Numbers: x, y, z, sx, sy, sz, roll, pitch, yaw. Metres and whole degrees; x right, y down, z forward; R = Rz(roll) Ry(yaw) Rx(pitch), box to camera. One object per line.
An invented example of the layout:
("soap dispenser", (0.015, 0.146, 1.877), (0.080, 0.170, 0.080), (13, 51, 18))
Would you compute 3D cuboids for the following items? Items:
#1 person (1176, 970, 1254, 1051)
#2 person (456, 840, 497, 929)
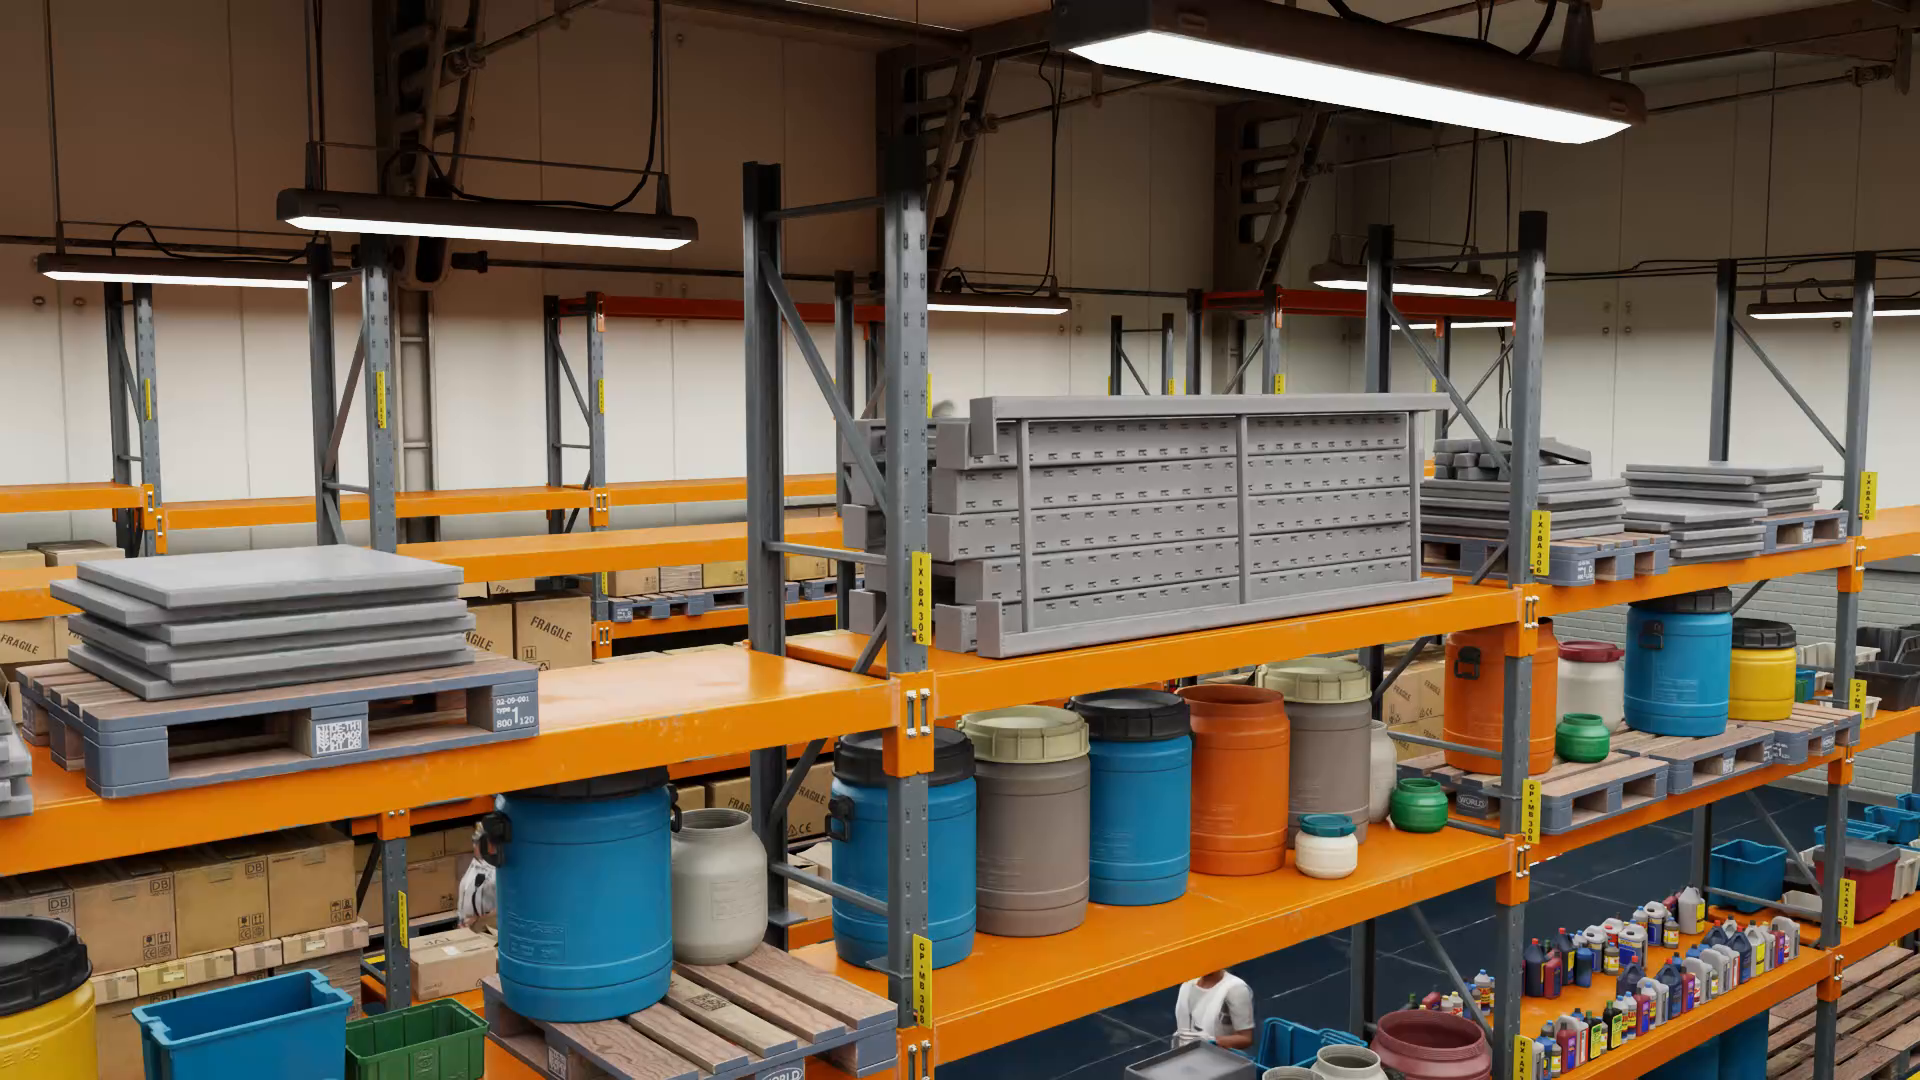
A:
("person", (1.553, 3.295, 10.282), (0.848, 1.769, 0.672), (-4, 7, -38))
("person", (-3.708, 2.633, 12.847), (0.584, 0.813, 0.663), (-5, 8, -44))
